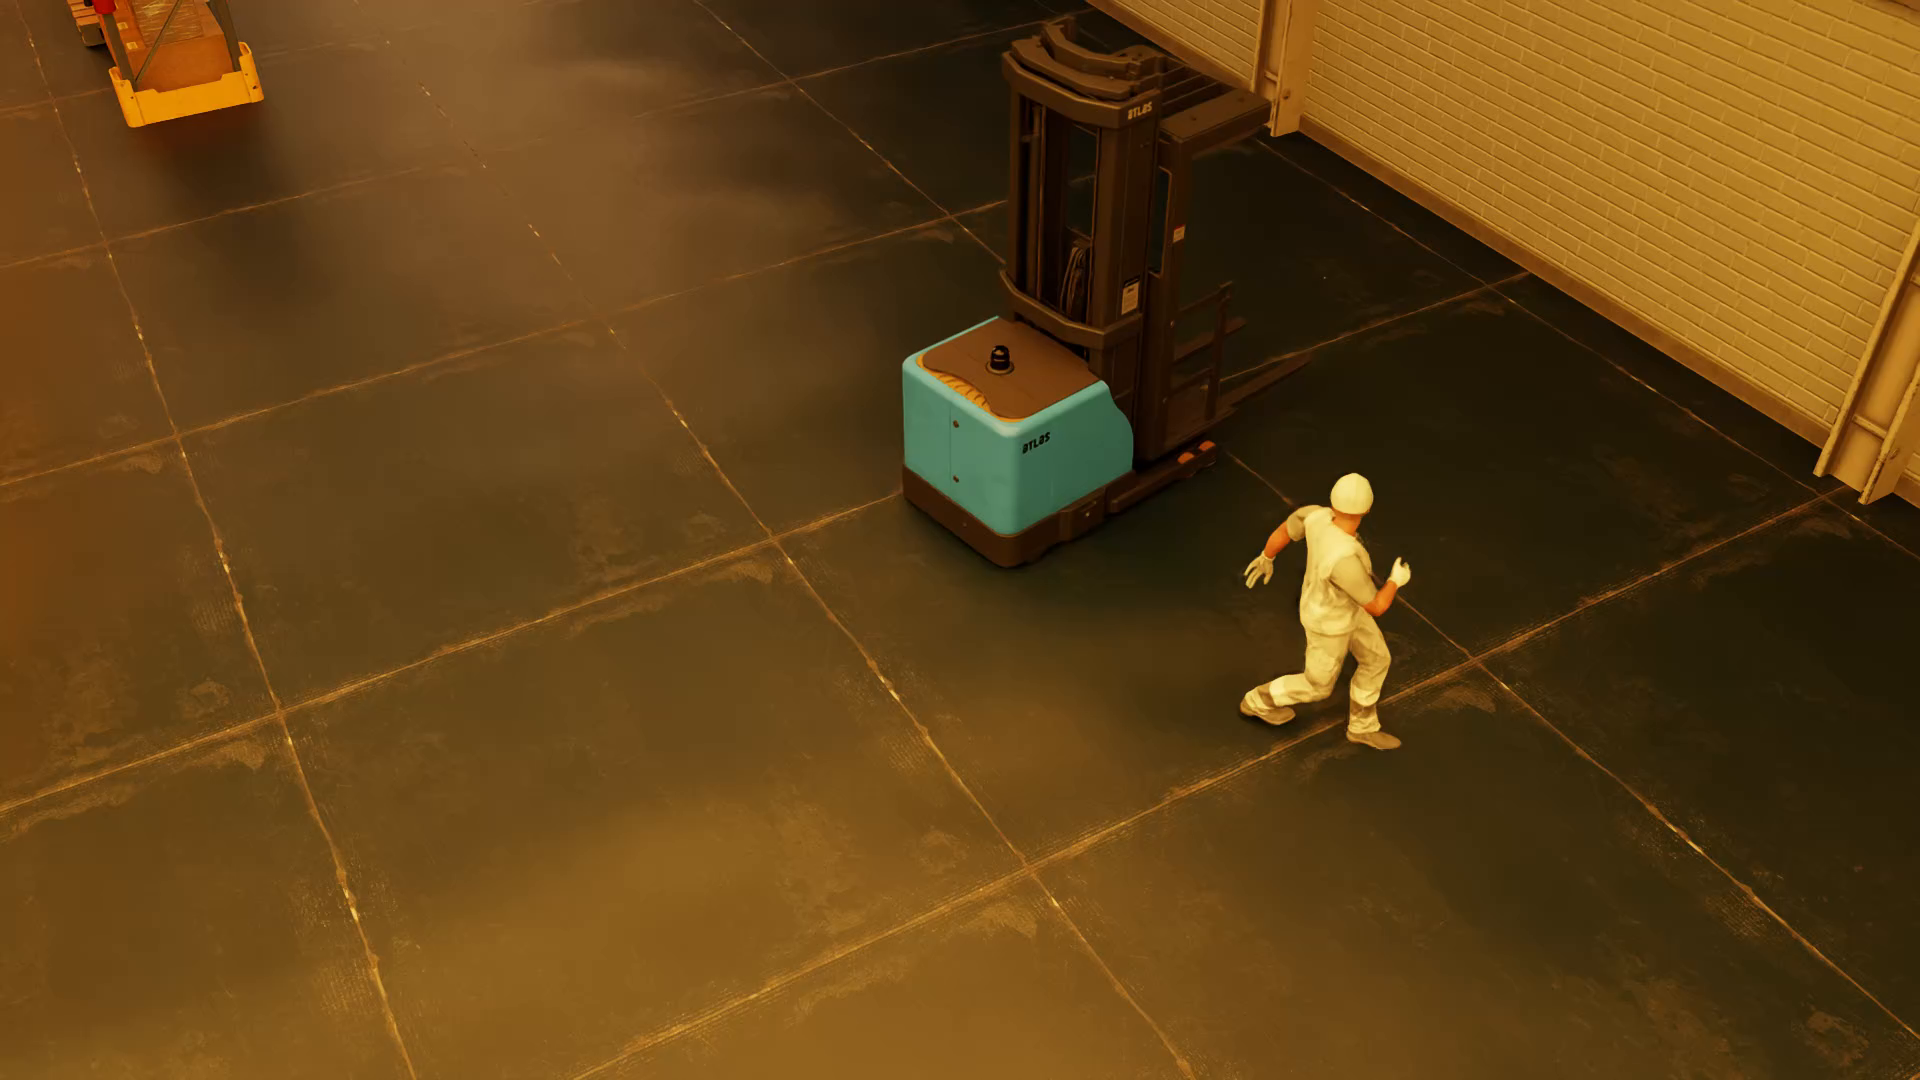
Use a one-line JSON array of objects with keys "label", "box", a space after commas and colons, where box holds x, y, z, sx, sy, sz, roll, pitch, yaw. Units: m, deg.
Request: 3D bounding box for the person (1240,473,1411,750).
[{"label": "person", "box": [1.930, 0.376, 8.578, 0.970, 1.711, 0.558, 9, 41, 11]}]

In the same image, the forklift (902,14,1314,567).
[{"label": "forklift", "box": [1.086, -1.762, 10.160, 3.031, 2.935, 1.130, -29, 47, -30]}]
